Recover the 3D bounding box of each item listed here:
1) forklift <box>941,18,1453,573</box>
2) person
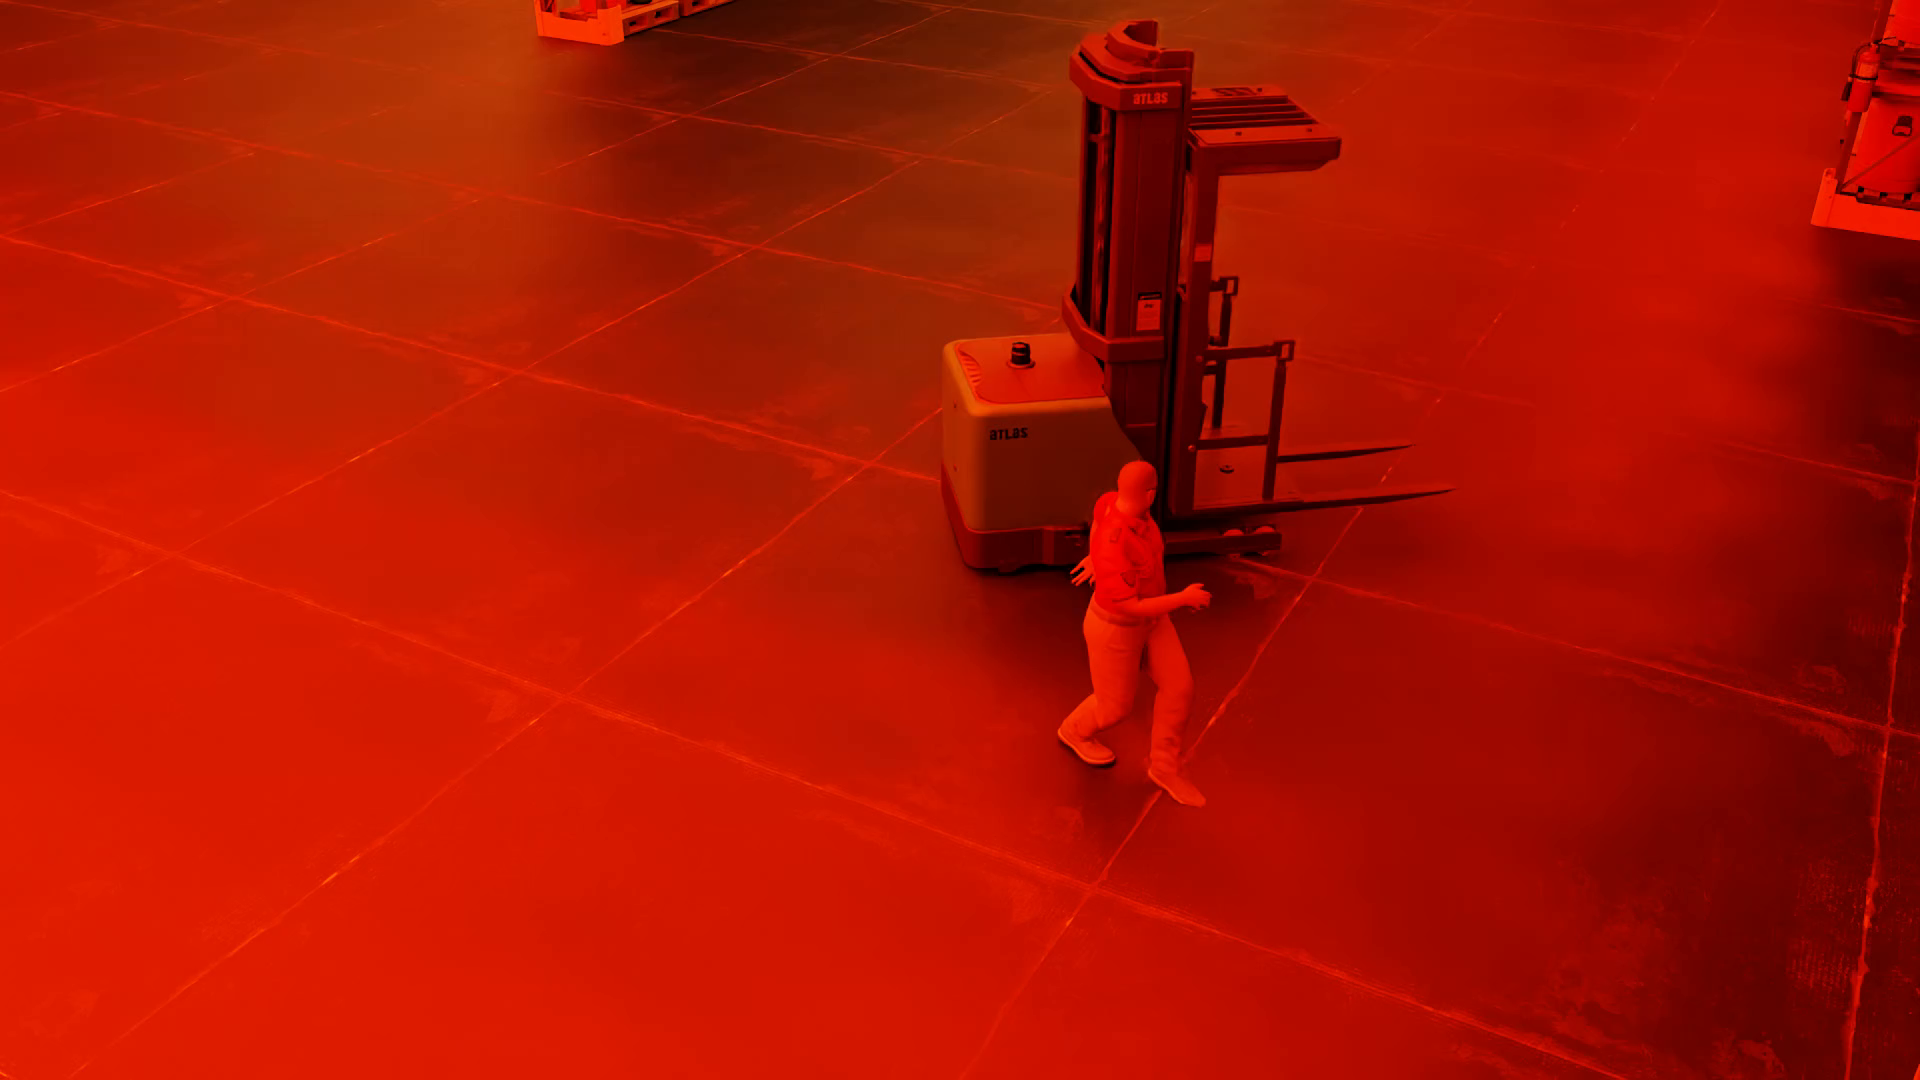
[{"bbox_3d":[1.448,-1.420,9.531,3.031,2.935,1.130,-5,30,-8],"label":"forklift"},{"bbox_3d":[0.781,0.405,7.691,0.957,1.689,0.564,23,37,34],"label":"person"}]
